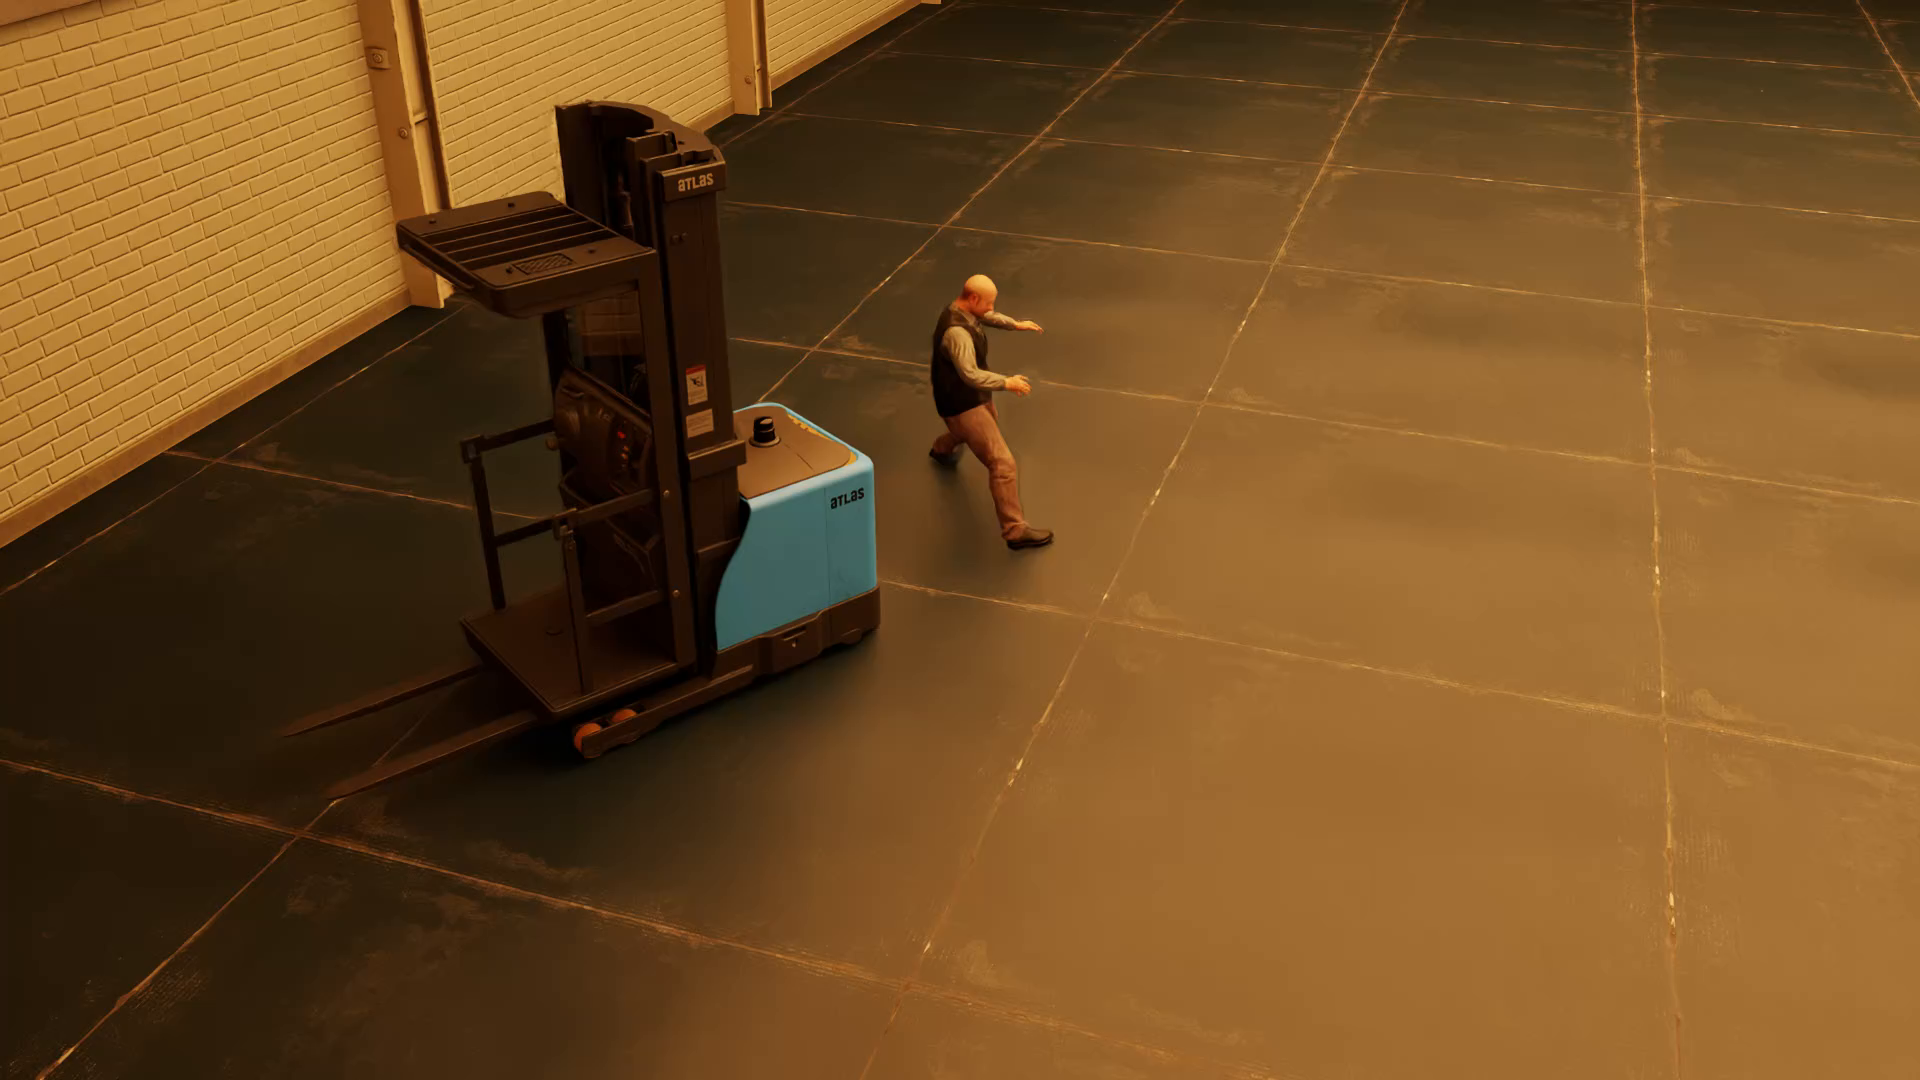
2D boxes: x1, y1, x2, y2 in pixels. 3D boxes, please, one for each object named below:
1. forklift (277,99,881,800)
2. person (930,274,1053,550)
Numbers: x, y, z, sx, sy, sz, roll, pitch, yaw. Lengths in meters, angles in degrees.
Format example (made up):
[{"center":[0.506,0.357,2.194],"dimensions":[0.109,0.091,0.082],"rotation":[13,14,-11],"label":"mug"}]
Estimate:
[{"center":[-1.905,-0.494,8.003],"dimensions":[3.031,2.935,1.130],"rotation":[-22,36,-33],"label":"forklift"},{"center":[0.186,-0.923,10.182],"dimensions":[0.809,1.515,1.304],"rotation":[1,30,2],"label":"person"}]
